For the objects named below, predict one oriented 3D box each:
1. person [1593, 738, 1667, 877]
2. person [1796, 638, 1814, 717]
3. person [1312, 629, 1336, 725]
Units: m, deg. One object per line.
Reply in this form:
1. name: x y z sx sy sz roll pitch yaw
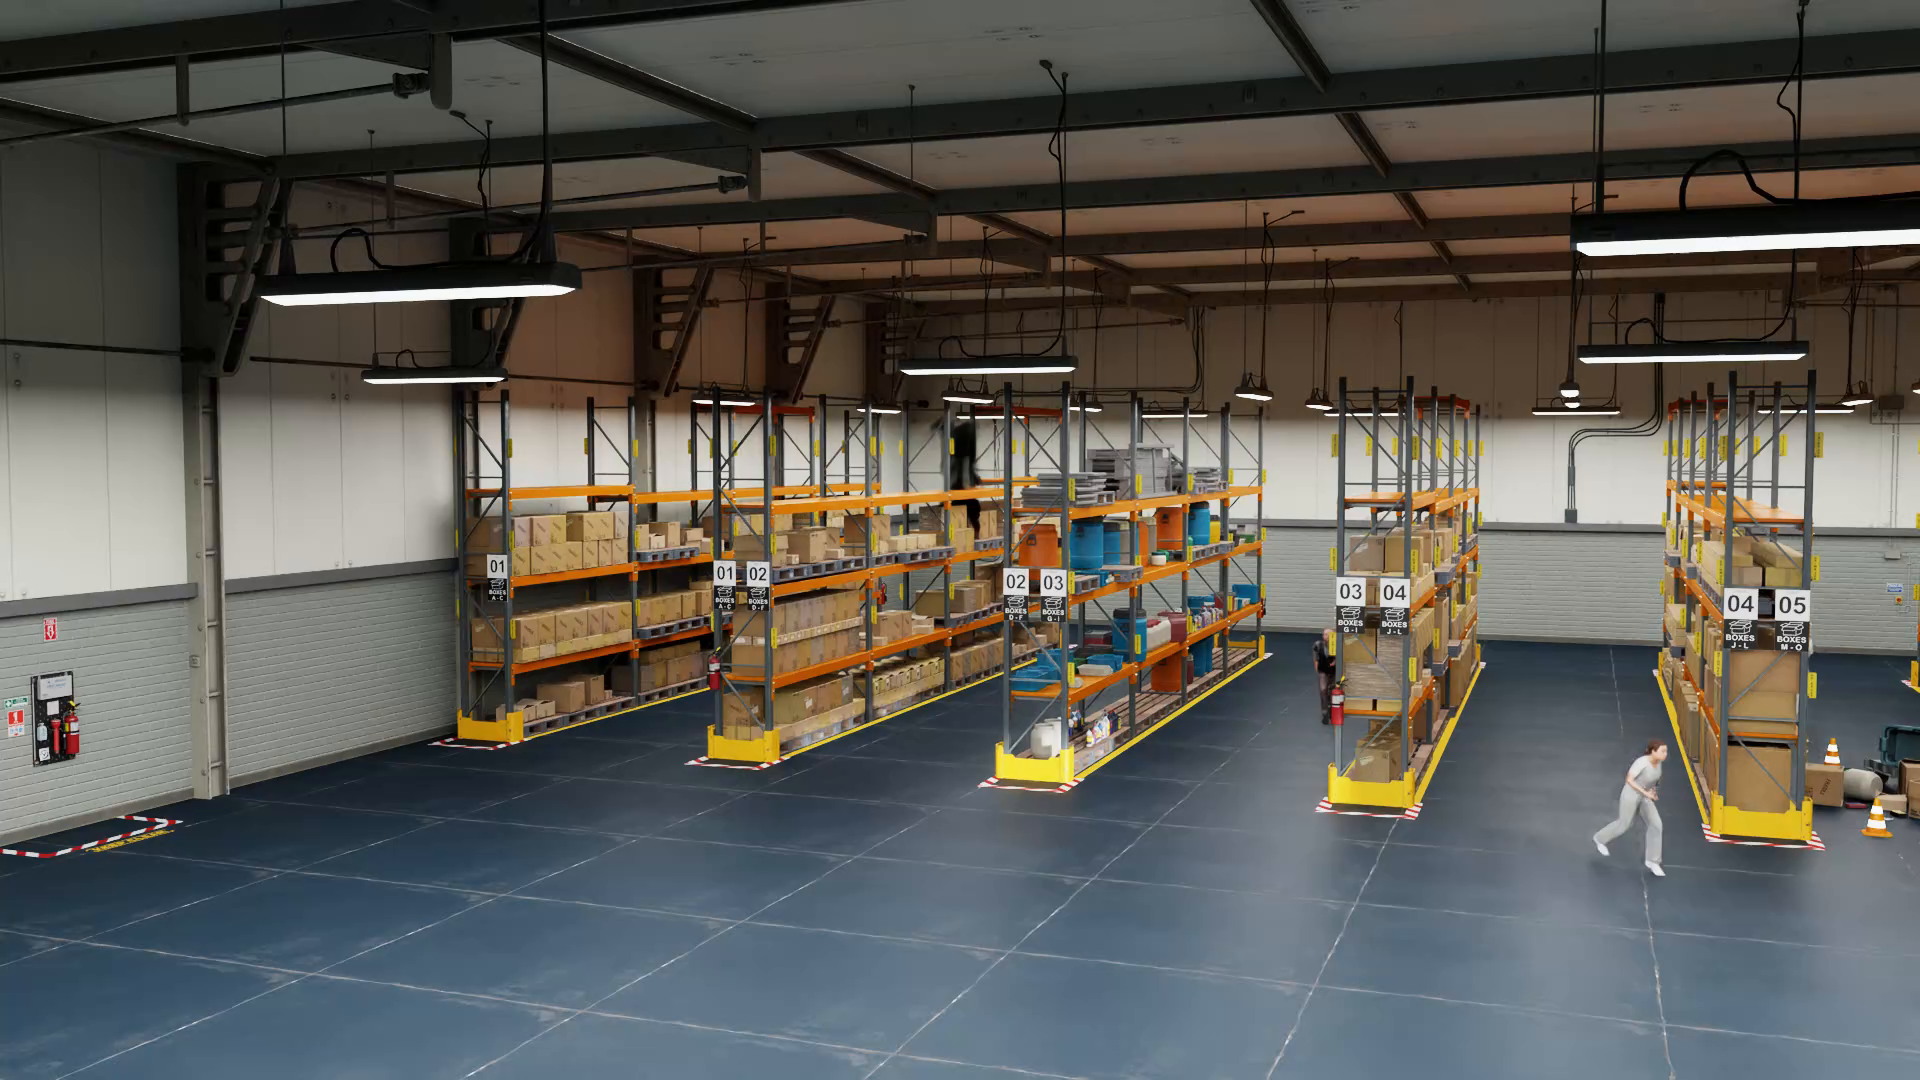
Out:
1. person: 8.027 3.128 19.873 0.601 1.625 1.005 -2 4 -35
2. person: 15.467 2.407 30.827 0.668 1.841 0.950 1 3 20
3. person: 6.794 2.476 30.557 0.661 1.726 1.085 1 3 15
